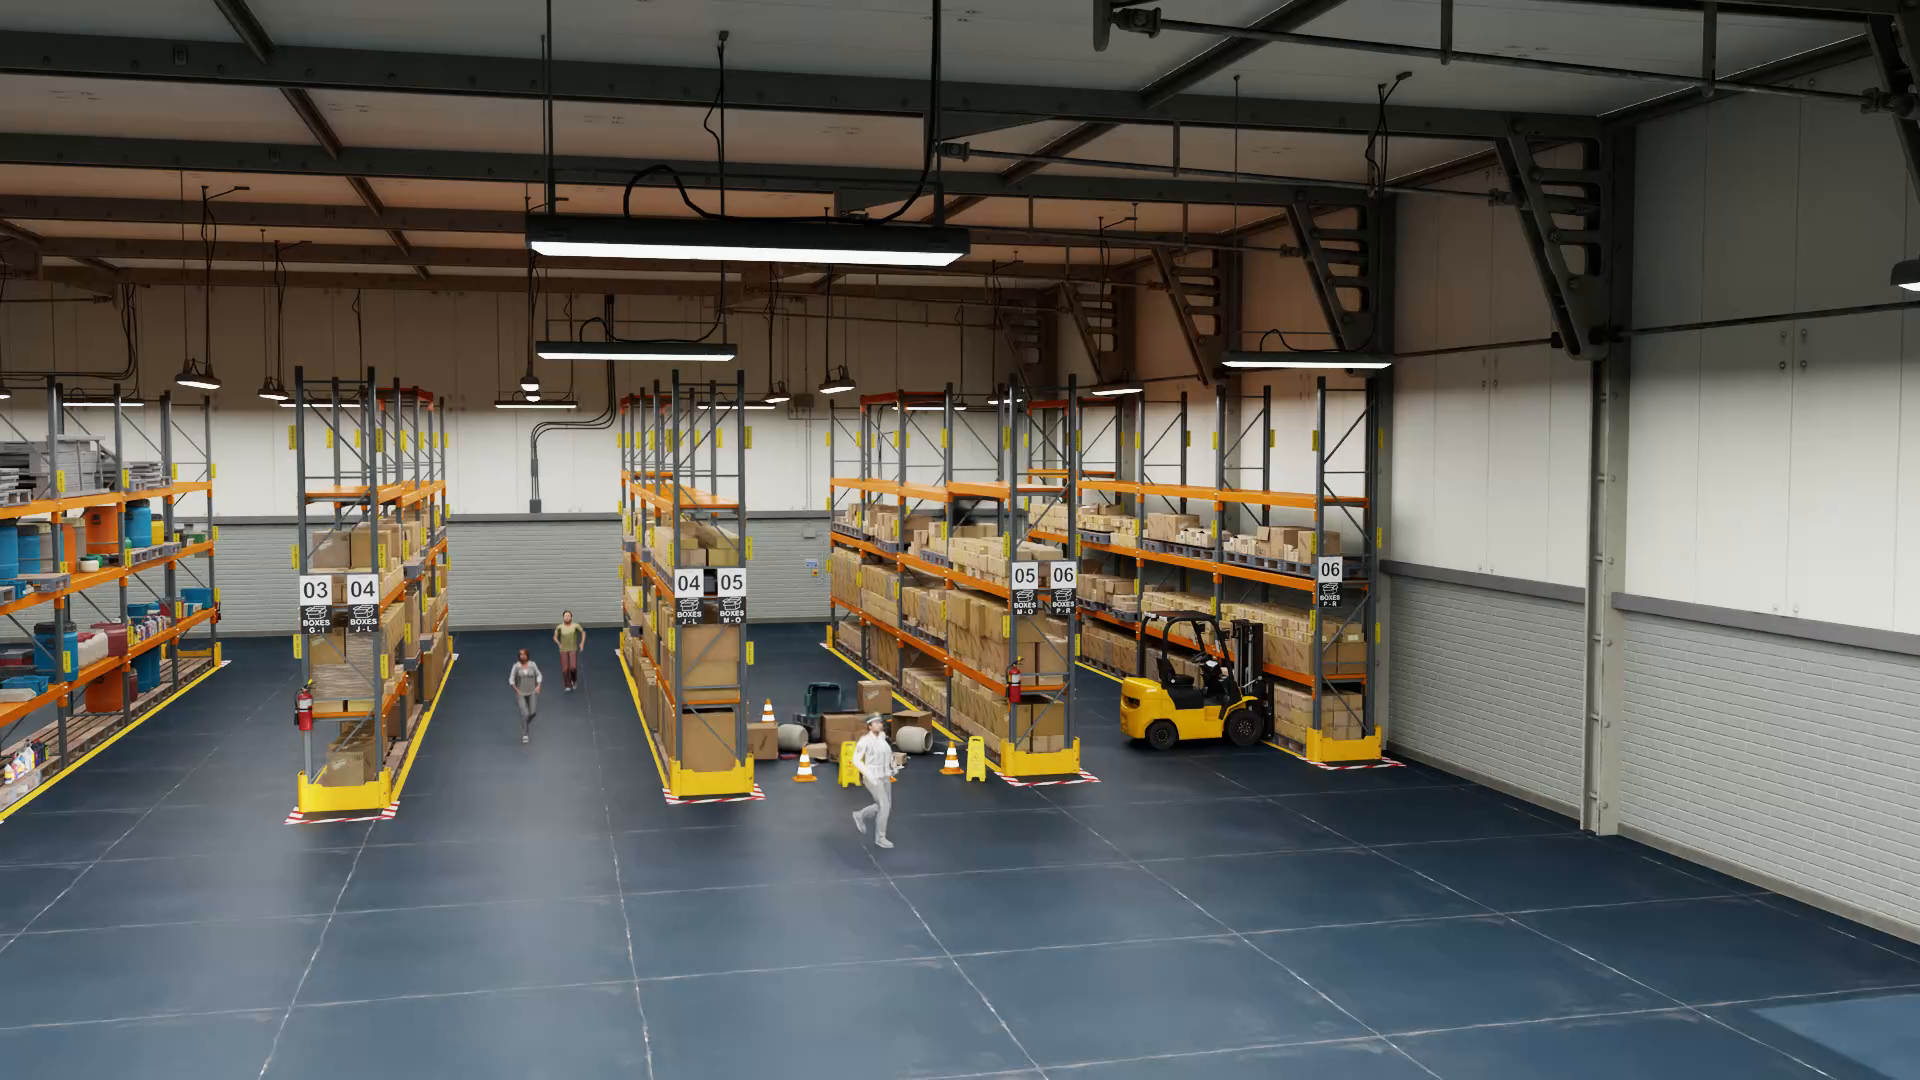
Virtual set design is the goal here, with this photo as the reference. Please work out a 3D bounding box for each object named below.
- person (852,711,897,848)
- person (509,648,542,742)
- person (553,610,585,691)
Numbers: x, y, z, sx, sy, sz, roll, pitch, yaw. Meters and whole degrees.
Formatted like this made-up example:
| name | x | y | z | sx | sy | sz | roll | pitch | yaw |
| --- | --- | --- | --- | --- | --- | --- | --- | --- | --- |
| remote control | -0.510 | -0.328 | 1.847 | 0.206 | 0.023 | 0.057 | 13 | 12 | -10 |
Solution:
| name | x | y | z | sx | sy | sz | roll | pitch | yaw |
| --- | --- | --- | --- | --- | --- | --- | --- | --- | --- |
| person | -1.073 | 2.951 | 20.631 | 0.647 | 1.678 | 0.614 | 3 | 4 | 38 |
| person | -7.227 | 2.579 | 27.687 | 0.545 | 1.564 | 0.490 | -1 | 4 | -20 |
| person | -7.755 | 2.209 | 32.990 | 0.617 | 1.619 | 0.550 | -1 | 3 | -10 |
